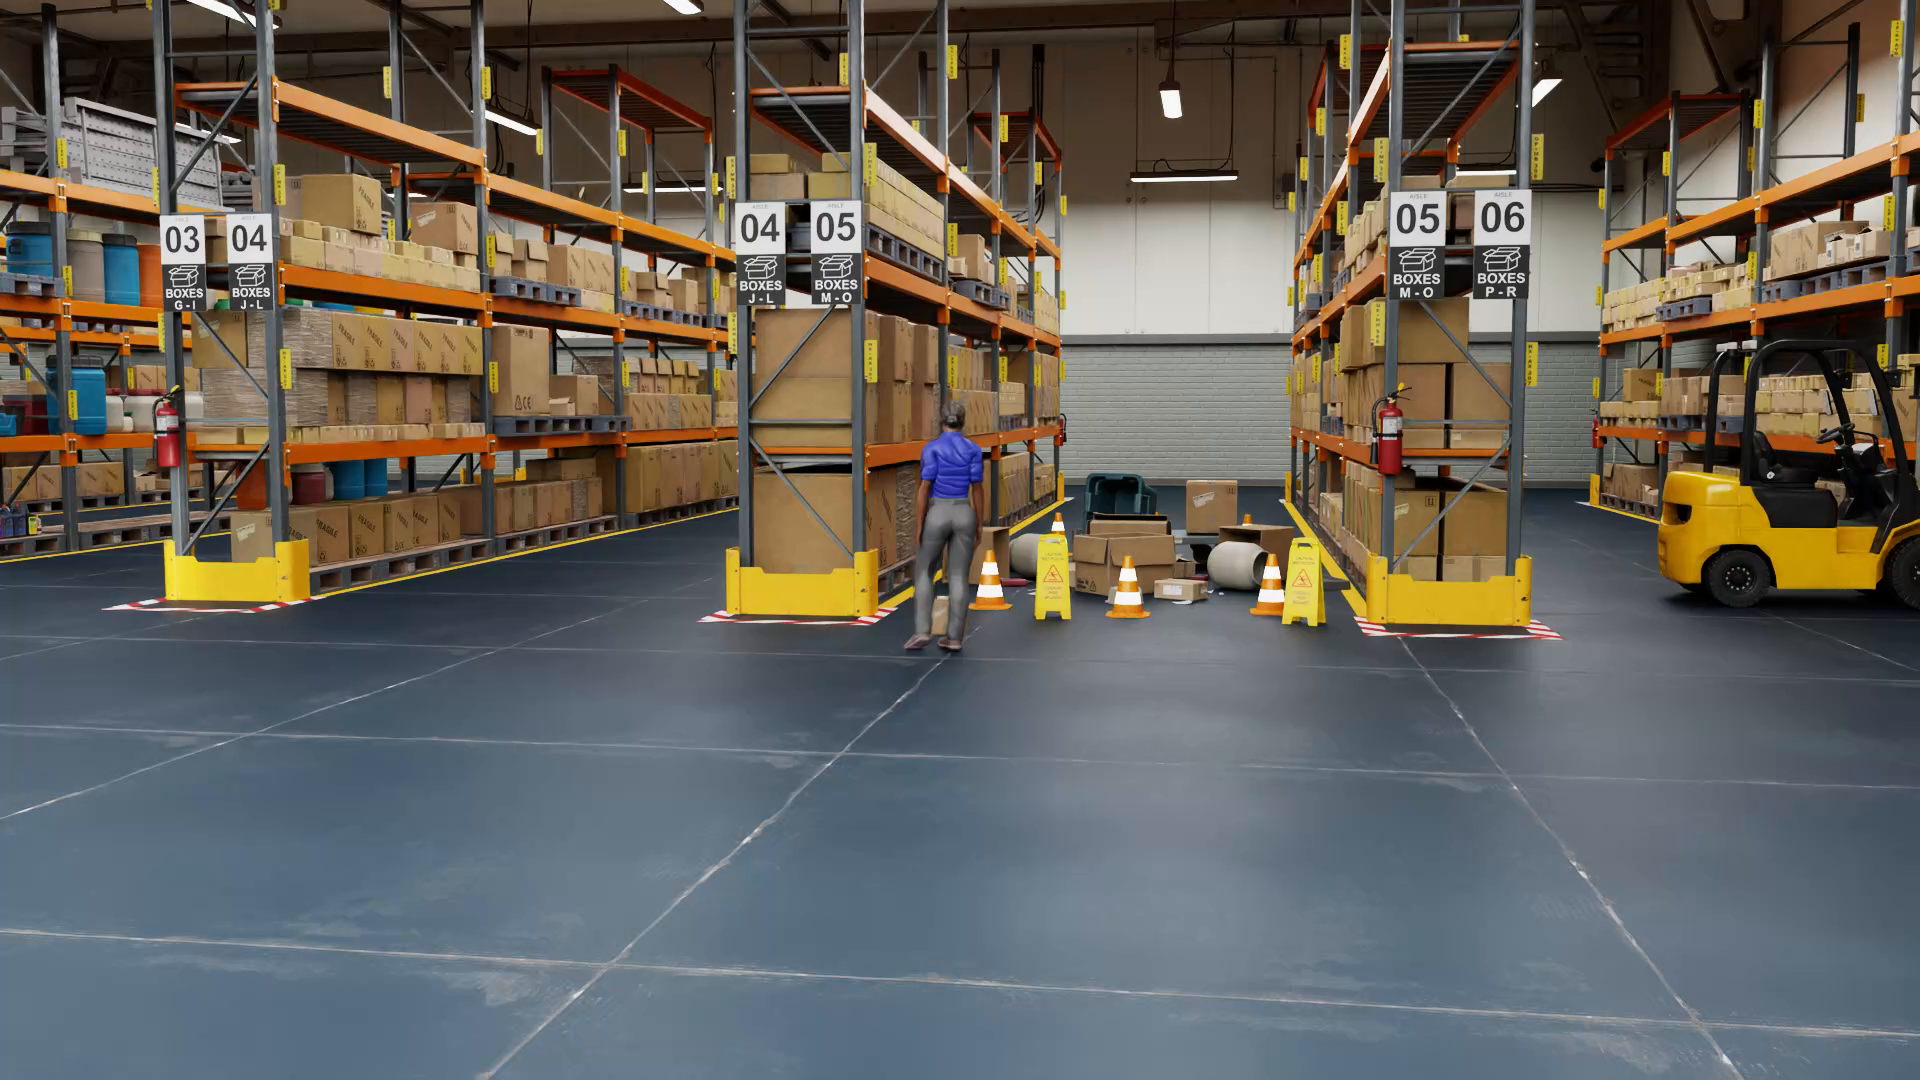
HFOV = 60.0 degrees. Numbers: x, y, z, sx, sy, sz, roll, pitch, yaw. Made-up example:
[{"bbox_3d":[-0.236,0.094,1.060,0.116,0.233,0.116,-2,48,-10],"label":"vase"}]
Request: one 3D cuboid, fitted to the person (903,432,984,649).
[{"bbox_3d":[-0.113,0.030,11.122,0.507,1.509,0.388,-1,5,-15],"label":"person"}]
